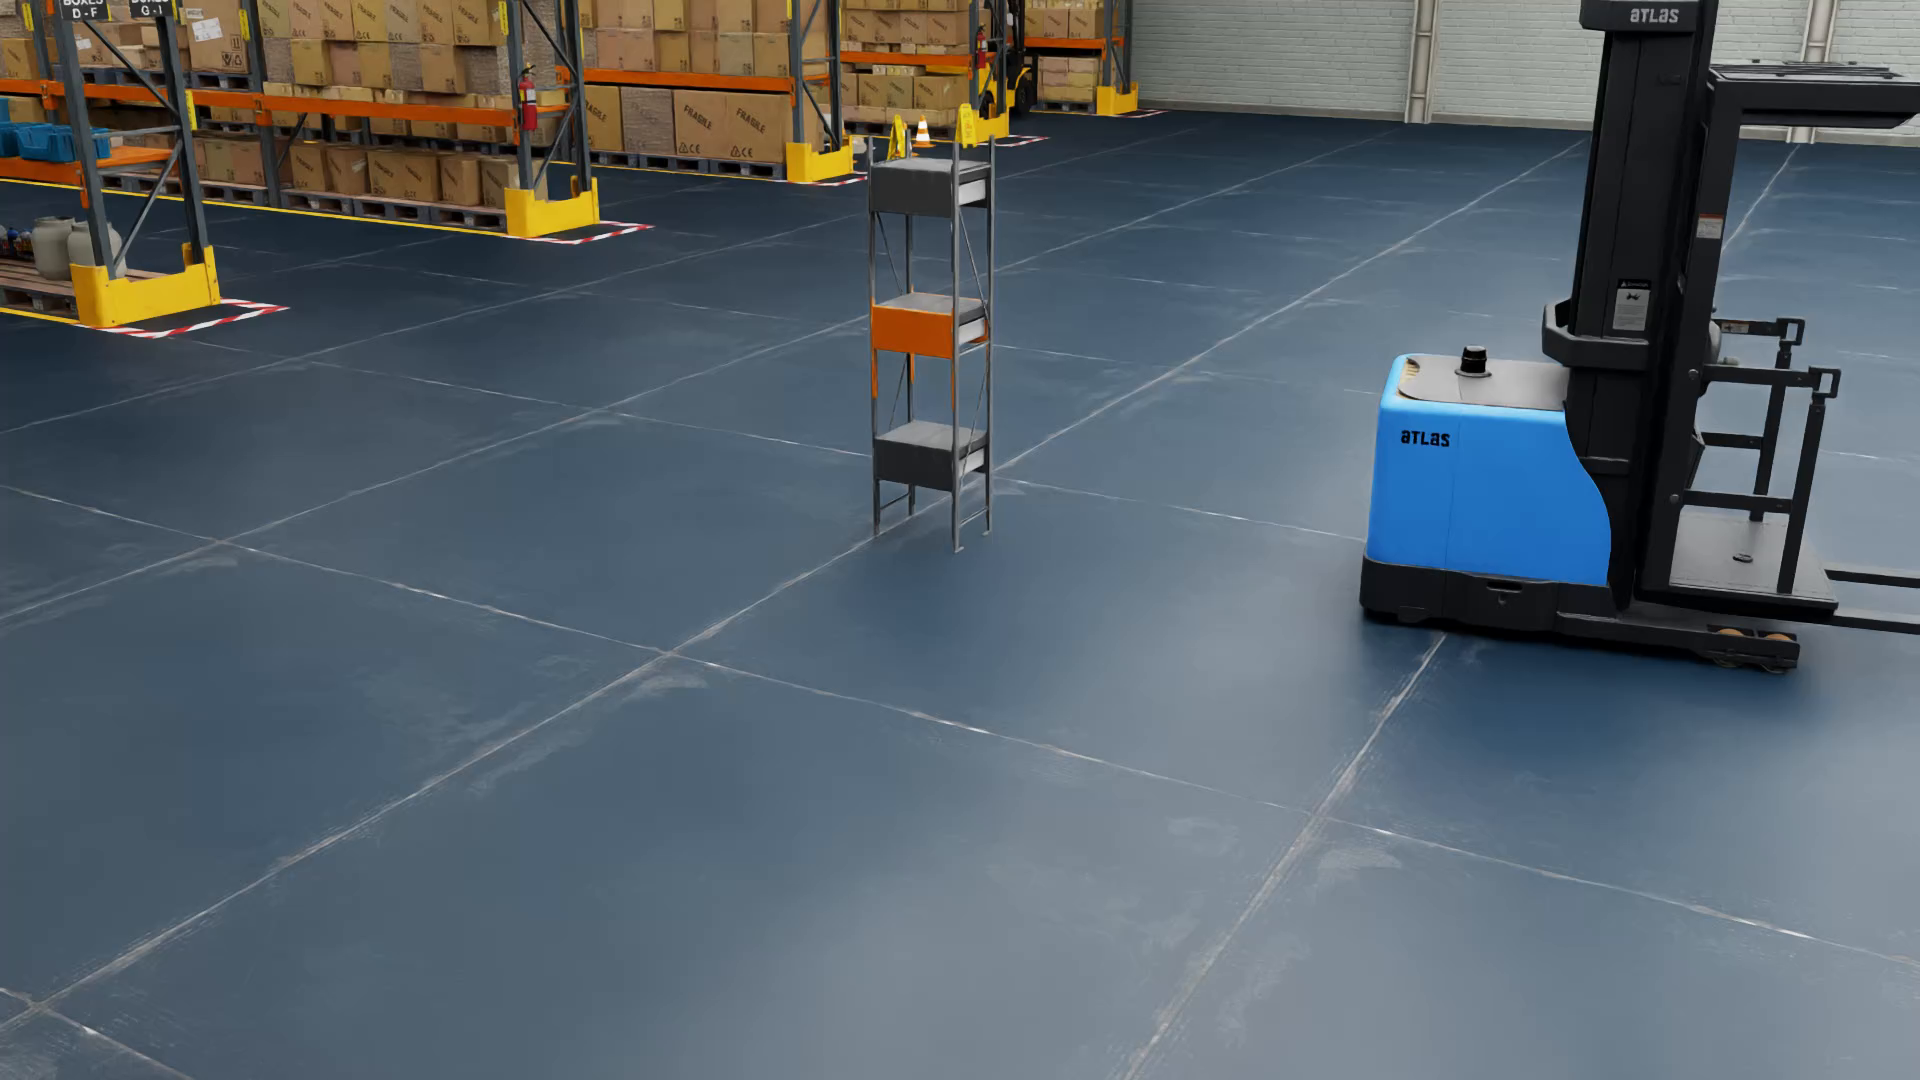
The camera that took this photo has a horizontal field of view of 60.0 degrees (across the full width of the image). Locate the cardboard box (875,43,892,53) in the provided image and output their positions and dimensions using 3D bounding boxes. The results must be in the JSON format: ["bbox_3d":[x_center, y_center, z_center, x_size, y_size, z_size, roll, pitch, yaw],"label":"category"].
[{"bbox_3d":[-1.144,-7.847,26.468,0.250,0.149,0.380,11,22,27],"label":"cardboard box"}]

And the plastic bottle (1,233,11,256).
[{"bbox_3d":[-8.894,-2.760,15.535,0.097,0.201,0.097,0,20,0],"label":"plastic bottle"}]

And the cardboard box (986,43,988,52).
[{"bbox_3d":[0.242,-7.775,26.269,0.250,0.149,0.380,11,23,28],"label":"cardboard box"}]

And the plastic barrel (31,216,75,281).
[{"bbox_3d":[-7.860,-2.548,14.524,0.421,0.512,0.421,0,20,0],"label":"plastic barrel"}]

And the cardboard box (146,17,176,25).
[{"bbox_3d":[-12.924,-8.463,27.215,0.500,0.500,0.500,11,23,27],"label":"cardboard box"}]

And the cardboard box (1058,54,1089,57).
[{"bbox_3d":[2.090,-8.847,30.805,0.500,0.250,0.500,11,23,27],"label":"cardboard box"}]

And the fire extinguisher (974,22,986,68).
[{"bbox_3d":[0.313,-7.583,25.483,0.183,0.674,0.296,11,23,27],"label":"fire extinguisher"}]

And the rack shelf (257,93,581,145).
[{"bbox_3d":[-6.141,-4.819,18.807,4.000,0.370,1.077,11,23,27],"label":"rack shelf"}]

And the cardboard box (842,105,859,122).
[{"bbox_3d":[-1.735,-6.994,27.163,0.500,0.250,0.500,10,22,27],"label":"cardboard box"}]

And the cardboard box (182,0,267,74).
[{"bbox_3d":[-8.512,-6.143,19.907,1.000,1.000,1.000,11,23,28],"label":"cardboard box"}]

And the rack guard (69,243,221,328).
[{"bbox_3d":[-6.900,-2.174,14.125,0.348,0.500,1.175,11,23,27],"label":"rack guard"}]

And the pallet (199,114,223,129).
[{"bbox_3d":[-12.968,-7.071,28.048,1.213,0.211,1.003,11,23,27],"label":"pallet"}]

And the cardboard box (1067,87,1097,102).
[{"bbox_3d":[2.291,-8.142,30.329,0.500,0.250,0.500,11,23,28],"label":"cardboard box"}]

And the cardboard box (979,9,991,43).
[{"bbox_3d":[0.160,-8.123,26.278,0.500,0.500,0.500,10,22,26],"label":"cardboard box"}]

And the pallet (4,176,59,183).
[{"bbox_3d":[-12.031,-4.998,22.334,1.213,0.211,1.003,11,23,27],"label":"pallet"}]

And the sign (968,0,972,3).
[{"bbox_3d":[0.150,-8.306,25.203,0.005,0.325,0.100,11,23,27],"label":"sign"}]

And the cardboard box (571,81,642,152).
[{"bbox_3d":[-4.865,-6.023,23.571,0.875,0.875,0.875,11,23,28],"label":"cardboard box"}]

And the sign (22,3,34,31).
[{"bbox_3d":[-11.647,-6.534,20.781,0.005,0.325,0.100,11,23,27],"label":"sign"}]

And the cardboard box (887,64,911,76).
[{"bbox_3d":[-0.960,-7.477,26.444,0.250,0.149,0.380,11,23,28],"label":"cardboard box"}]

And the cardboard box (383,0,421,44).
[{"bbox_3d":[-5.870,-5.665,18.034,0.500,0.500,0.500,11,23,27],"label":"cardboard box"}]

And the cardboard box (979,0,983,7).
[{"bbox_3d":[0.389,-9.954,30.811,0.250,0.149,0.380,11,22,27],"label":"cardboard box"}]

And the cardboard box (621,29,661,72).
[{"bbox_3d":[-4.147,-6.753,22.863,0.550,0.550,0.875,11,23,27],"label":"cardboard box"}]

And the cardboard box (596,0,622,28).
[{"bbox_3d":[-4.538,-7.400,23.062,0.550,0.550,0.875,11,23,27],"label":"cardboard box"}]

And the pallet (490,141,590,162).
[{"bbox_3d":[-6.090,-5.745,24.393,1.213,0.211,1.003,11,23,27],"label":"pallet"}]

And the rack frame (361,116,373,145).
[{"bbox_3d":[-8.872,-7.615,25.460,0.127,3.000,1.000,11,23,27],"label":"rack frame"}]

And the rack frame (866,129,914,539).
[{"bbox_3d":[-0.358,-1.055,8.695,0.015,2.100,0.400,11,23,27],"label":"rack frame"}]

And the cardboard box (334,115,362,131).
[{"bbox_3d":[-9.574,-6.669,25.901,0.500,0.500,0.500,11,23,27],"label":"cardboard box"}]

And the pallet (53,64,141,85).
[{"bbox_3d":[-10.705,-5.978,21.229,1.003,0.211,1.213,11,23,27],"label":"pallet"}]

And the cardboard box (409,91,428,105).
[{"bbox_3d":[-5.844,-4.896,18.331,0.250,0.149,0.380,11,23,27],"label":"cardboard box"}]

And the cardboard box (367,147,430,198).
[{"bbox_3d":[-6.473,-4.261,19.263,0.500,0.500,0.500,9,22,23],"label":"cardboard box"}]

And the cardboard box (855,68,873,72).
[{"bbox_3d":[-1.516,-7.511,27.488,0.500,0.500,0.500,12,23,30],"label":"cardboard box"}]

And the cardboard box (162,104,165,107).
[{"bbox_3d":[-13.036,-7.276,27.654,0.250,0.149,0.380,10,22,25],"label":"cardboard box"}]

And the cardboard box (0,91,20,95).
[{"bbox_3d":[-12.746,-5.625,22.474,0.875,0.875,1.225,11,23,27],"label":"cardboard box"}]

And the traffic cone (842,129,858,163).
[{"bbox_3d":[-1.659,-5.603,23.633,0.334,0.463,0.336,11,23,27],"label":"traffic cone"}]

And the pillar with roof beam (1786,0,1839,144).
[{"bbox_3d":[11.064,-9.181,20.977,0.400,9.000,9.100,11,23,27],"label":"pillar with roof beam"}]

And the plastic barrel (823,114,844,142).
[{"bbox_3d":[-2.104,-6.457,26.044,0.512,0.421,0.421,-7,21,-20],"label":"plastic barrel"}]

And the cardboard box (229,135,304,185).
[{"bbox_3d":[-8.413,-4.630,20.252,0.500,0.500,0.700,9,22,23],"label":"cardboard box"}]

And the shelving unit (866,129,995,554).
[{"bbox_3d":[-0.145,-1.015,8.583,0.503,2.100,0.431,11,23,27],"label":"shelving unit"}]

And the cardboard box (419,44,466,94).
[{"bbox_3d":[-5.357,-5.159,18.105,0.500,0.500,0.875,11,23,27],"label":"cardboard box"}]

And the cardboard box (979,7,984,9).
[{"bbox_3d":[0.529,-9.649,30.919,0.500,0.500,0.500,11,22,27],"label":"cardboard box"}]

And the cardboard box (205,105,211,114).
[{"bbox_3d":[-12.525,-7.294,28.138,0.250,0.149,0.380,10,22,25],"label":"cardboard box"}]

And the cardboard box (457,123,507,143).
[{"bbox_3d":[-6.806,-6.328,24.594,0.750,0.750,1.050,11,23,27],"label":"cardboard box"}]

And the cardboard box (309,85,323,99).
[{"bbox_3d":[-7.179,-5.129,18.975,0.250,0.149,0.380,11,23,27],"label":"cardboard box"}]

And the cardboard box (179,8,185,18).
[{"bbox_3d":[-12.244,-8.437,26.605,0.250,0.149,0.380,12,23,30],"label":"cardboard box"}]

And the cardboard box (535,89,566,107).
[{"bbox_3d":[-4.527,-4.825,18.137,0.250,0.149,0.380,11,23,27],"label":"cardboard box"}]

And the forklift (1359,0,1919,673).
[{"bbox_3d":[3.457,-1.000,7.323,3.031,2.935,1.130,6,21,17],"label":"forklift"}]

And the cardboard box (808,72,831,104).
[{"bbox_3d":[-2.197,-7.434,27.276,0.500,0.500,0.500,12,23,29],"label":"cardboard box"}]

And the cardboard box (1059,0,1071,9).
[{"bbox_3d":[1.982,-9.675,30.039,0.250,0.149,0.380,11,23,28],"label":"cardboard box"}]

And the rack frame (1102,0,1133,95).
[{"bbox_3d":[2.856,-9.253,29.976,0.127,3.000,1.000,11,23,27],"label":"rack frame"}]
